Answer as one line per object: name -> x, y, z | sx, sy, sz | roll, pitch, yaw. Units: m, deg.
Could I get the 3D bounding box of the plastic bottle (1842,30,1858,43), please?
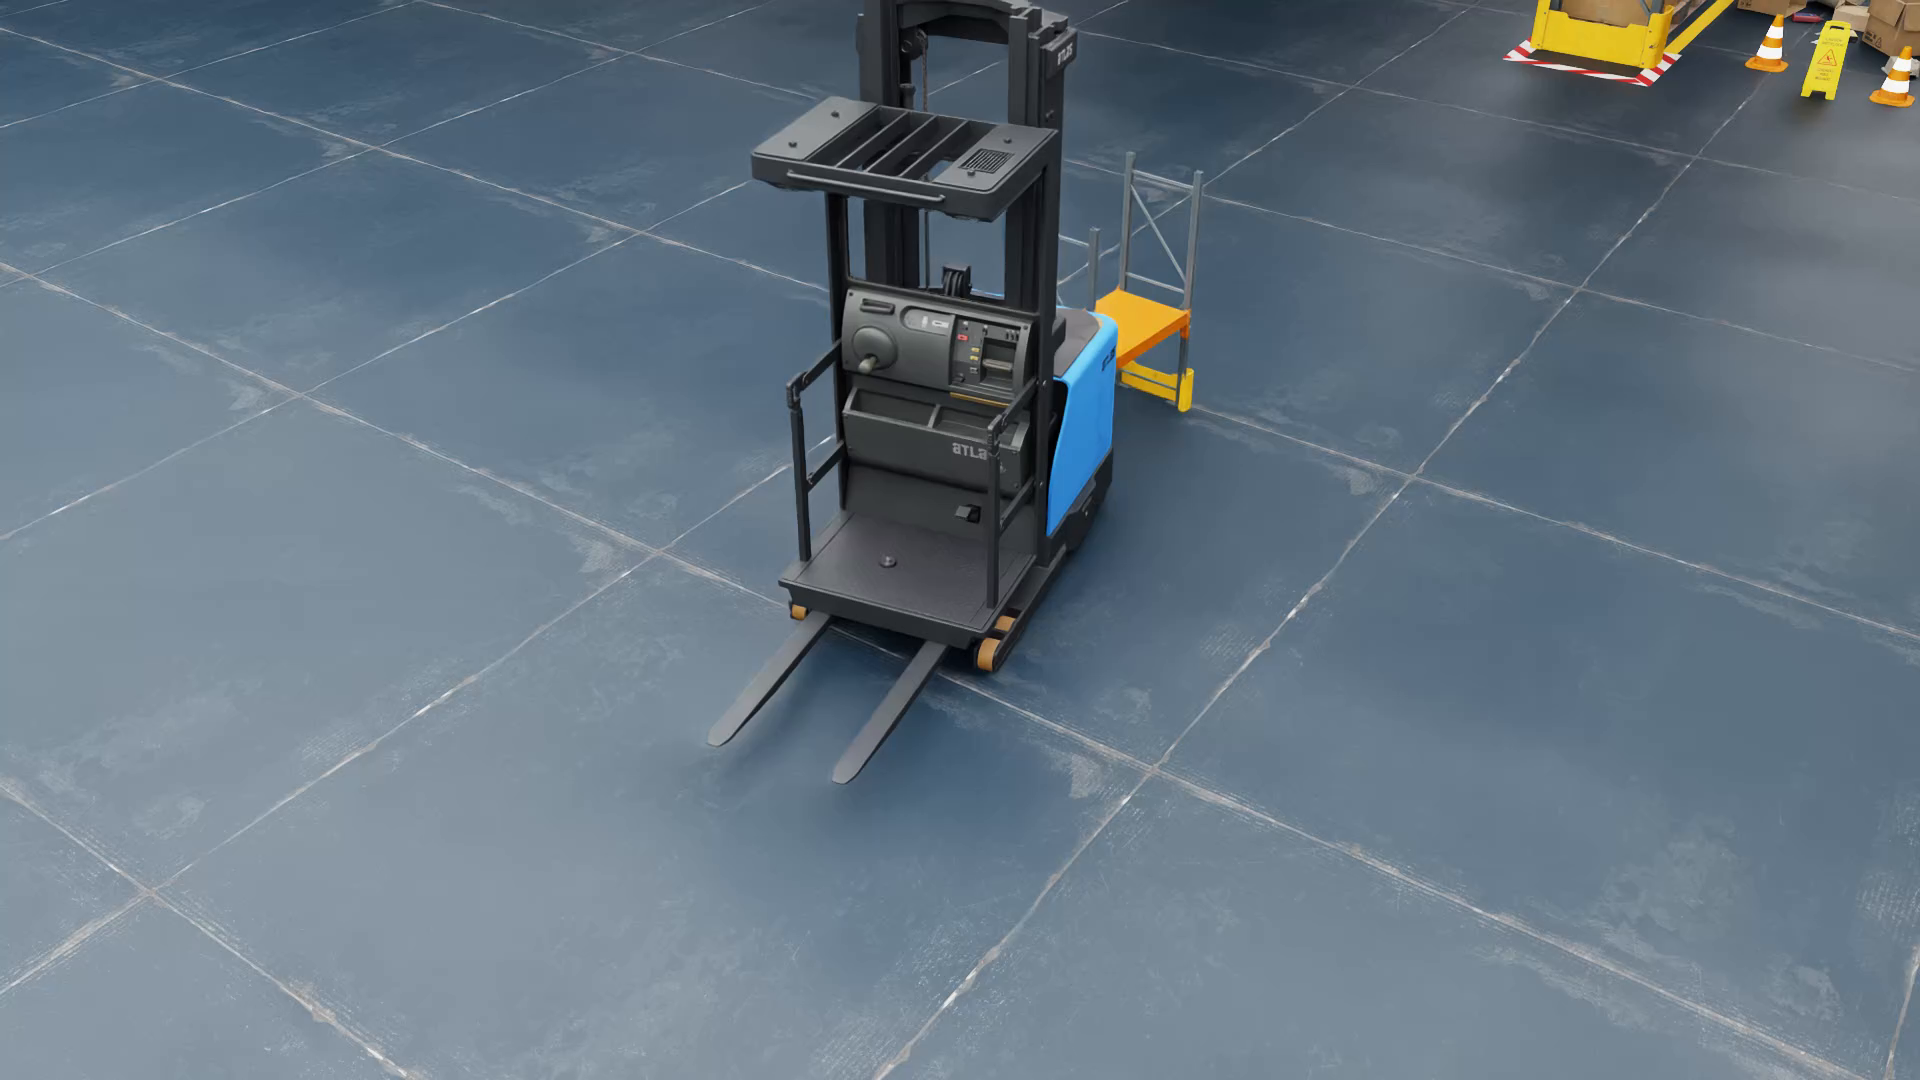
plastic bottle -> 8.595, -4.889, 16.100 | 0.133, 0.061, 0.283 | 8, 35, 12

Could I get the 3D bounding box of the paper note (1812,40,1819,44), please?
paper note -> 8.285, -4.786, 15.977 | 0.142, 0.017, 0.144 | -22, 40, -29

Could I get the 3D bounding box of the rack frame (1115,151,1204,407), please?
rack frame -> 1.158, -1.517, 9.830 | 0.500, 1.500, 0.032 | 24, 41, 31

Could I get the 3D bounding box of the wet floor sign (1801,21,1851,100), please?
wet floor sign -> 7.630, -4.235, 14.612 | 0.267, 0.644, 0.232 | 14, 37, 20

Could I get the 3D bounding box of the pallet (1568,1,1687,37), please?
pallet -> 6.411, -5.094, 16.270 | 1.003, 0.211, 1.213 | 21, 39, 28

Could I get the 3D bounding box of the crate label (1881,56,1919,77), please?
crate label -> 8.621, -4.325, 15.200 | 0.250, 0.136, 0.298 | 3, 34, 4

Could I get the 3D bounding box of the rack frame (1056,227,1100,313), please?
rack frame -> 0.522, -1.073, 9.173 | 0.500, 1.500, 0.032 | 24, 41, 31

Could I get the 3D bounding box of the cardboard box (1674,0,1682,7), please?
cardboard box -> 6.852, -5.889, 16.478 | 0.875, 0.875, 0.875 | 21, 39, 27

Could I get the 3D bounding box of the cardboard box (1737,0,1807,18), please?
cardboard box -> 8.258, -5.620, 16.788 | 0.500, 0.500, 0.500 | 29, 44, 36

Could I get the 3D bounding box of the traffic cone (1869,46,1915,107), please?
traffic cone -> 8.223, -4.079, 14.544 | 0.336, 0.463, 0.334 | 21, 39, 28

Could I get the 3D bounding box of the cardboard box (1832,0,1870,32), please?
cardboard box -> 8.833, -5.185, 16.356 | 0.396, 0.266, 0.258 | 29, 44, 36

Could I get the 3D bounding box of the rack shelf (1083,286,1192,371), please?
rack shelf -> 0.840, -1.146, 9.602 | 0.538, 0.185, 1.000 | 24, 41, 31

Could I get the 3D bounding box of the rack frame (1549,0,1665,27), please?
rack frame -> 6.019, -5.856, 14.908 | 1.000, 3.000, 0.127 | 21, 39, 28

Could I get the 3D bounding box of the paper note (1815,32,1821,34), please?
paper note -> 8.400, -4.948, 16.233 | 0.123, 0.001, 0.032 | -15, 37, -21

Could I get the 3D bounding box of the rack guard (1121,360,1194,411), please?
rack guard -> 1.157, -0.999, 10.179 | 0.587, 0.250, 0.087 | 24, 41, 31

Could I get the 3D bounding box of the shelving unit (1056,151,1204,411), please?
shelving unit -> 0.846, -1.299, 9.507 | 0.587, 1.500, 1.083 | 24, 41, 31

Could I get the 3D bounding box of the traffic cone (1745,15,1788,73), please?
traffic cone -> 7.489, -4.596, 15.309 | 0.336, 0.463, 0.334 | 21, 39, 28

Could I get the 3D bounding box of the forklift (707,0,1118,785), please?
forklift -> -0.199, -0.853, 7.570 | 1.130, 2.935, 3.031 | 13, 36, 19

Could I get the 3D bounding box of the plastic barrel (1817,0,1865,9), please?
plastic barrel -> 8.914, -5.618, 16.855 | 0.421, 0.421, 0.512 | -9, 35, -13

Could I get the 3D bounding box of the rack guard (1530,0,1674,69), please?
rack guard -> 6.006, -4.810, 15.592 | 1.175, 0.500, 0.348 | 21, 39, 28

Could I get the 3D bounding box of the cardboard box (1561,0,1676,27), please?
cardboard box -> 6.352, -5.483, 15.878 | 0.875, 0.875, 0.875 | 21, 40, 28

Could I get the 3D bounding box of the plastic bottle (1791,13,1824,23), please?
plastic bottle -> 8.443, -5.197, 16.556 | 0.283, 0.061, 0.133 | 8, 35, 12

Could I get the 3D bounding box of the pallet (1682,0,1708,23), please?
pallet -> 7.107, -5.653, 17.097 | 1.003, 0.211, 1.213 | 21, 39, 28

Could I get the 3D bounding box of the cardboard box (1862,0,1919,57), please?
cardboard box -> 9.065, -4.905, 15.729 | 0.797, 0.503, 0.637 | -3, 34, -4
